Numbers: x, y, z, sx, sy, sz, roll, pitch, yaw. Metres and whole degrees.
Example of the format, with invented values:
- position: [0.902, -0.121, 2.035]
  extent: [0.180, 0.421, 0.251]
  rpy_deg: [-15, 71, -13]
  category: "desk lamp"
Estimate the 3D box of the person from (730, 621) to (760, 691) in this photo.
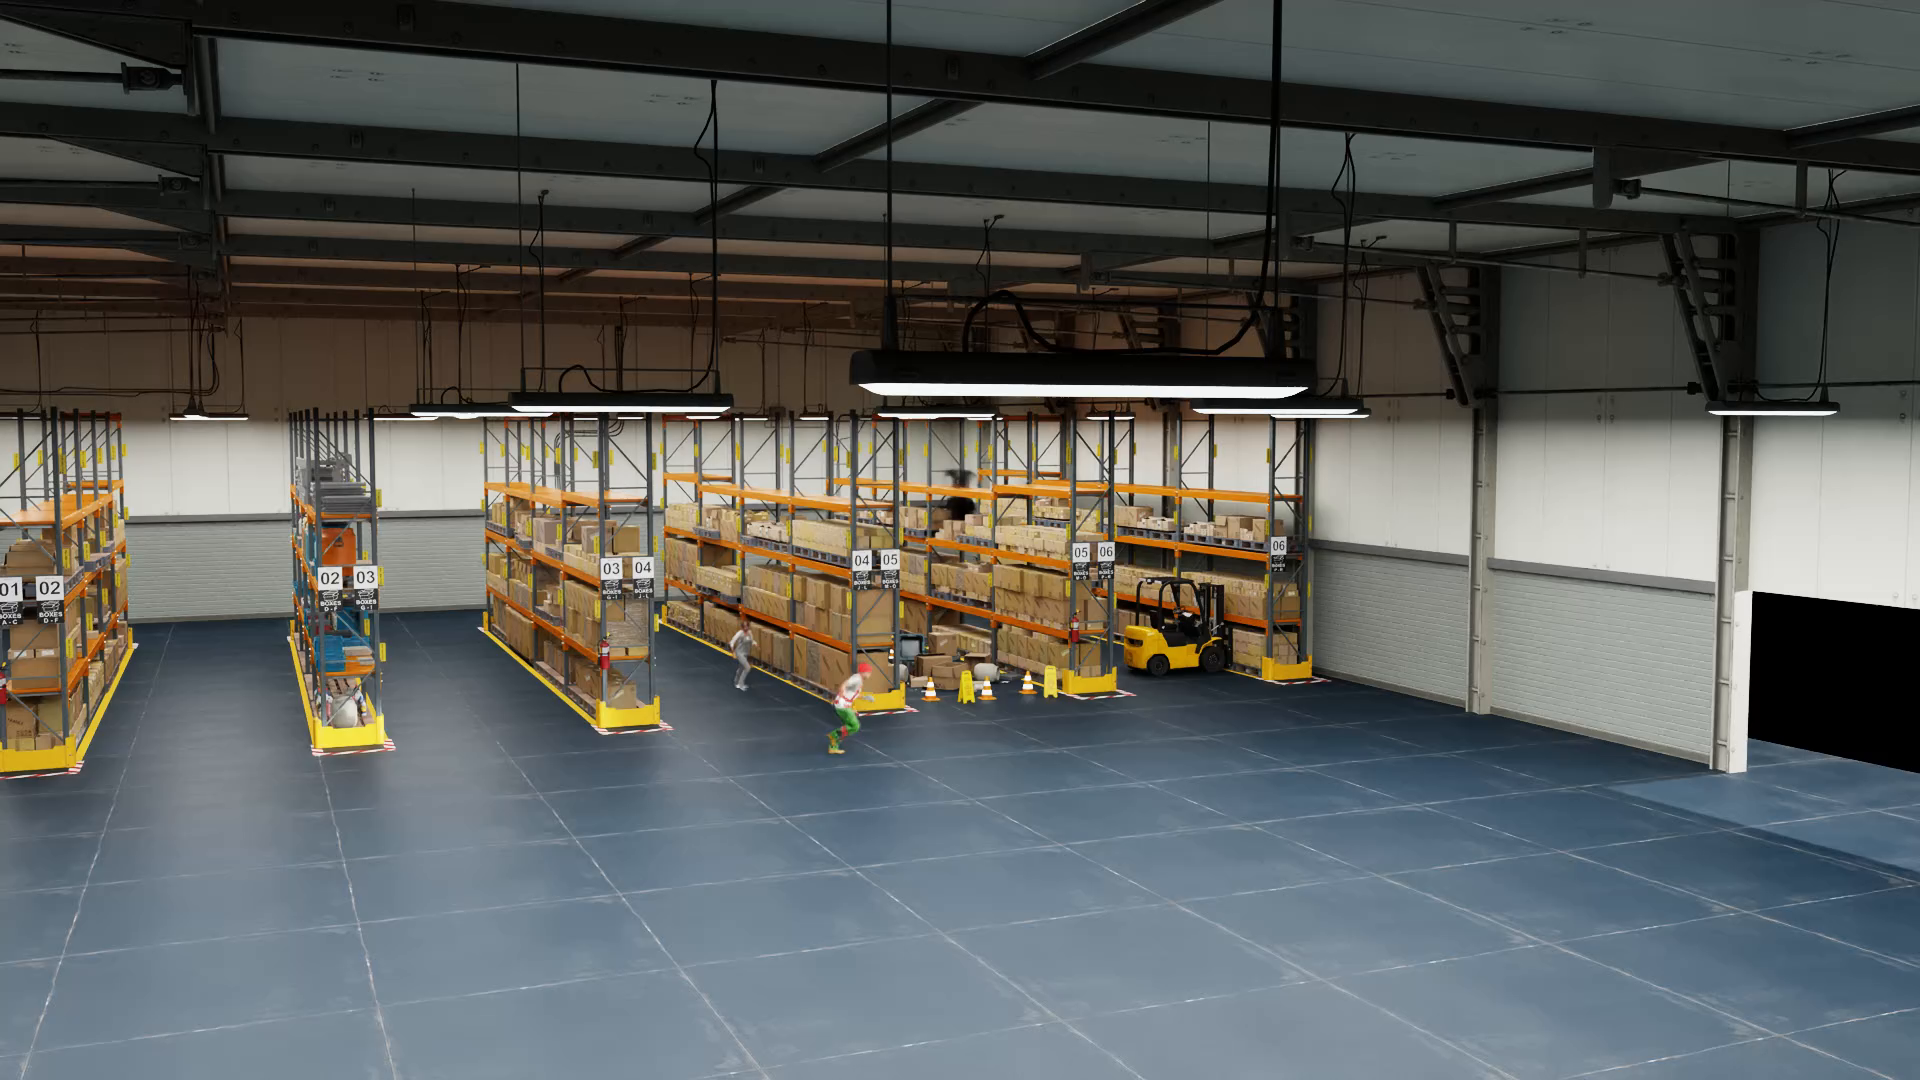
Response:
- position: [-4.619, 2.503, 35.742]
  extent: [0.759, 1.511, 0.553]
  rpy_deg: [2, 4, 25]
  category: "person"

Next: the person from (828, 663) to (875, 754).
- position: [-1.888, 2.918, 28.723]
  extent: [0.810, 1.590, 0.697]
  rpy_deg: [0, 4, 2]
  category: "person"

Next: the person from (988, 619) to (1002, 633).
- position: [0.865, 1.830, 43.857]
  extent: [0.663, 1.651, 0.725]
  rpy_deg: [-3, 5, -36]
  category: "person"
